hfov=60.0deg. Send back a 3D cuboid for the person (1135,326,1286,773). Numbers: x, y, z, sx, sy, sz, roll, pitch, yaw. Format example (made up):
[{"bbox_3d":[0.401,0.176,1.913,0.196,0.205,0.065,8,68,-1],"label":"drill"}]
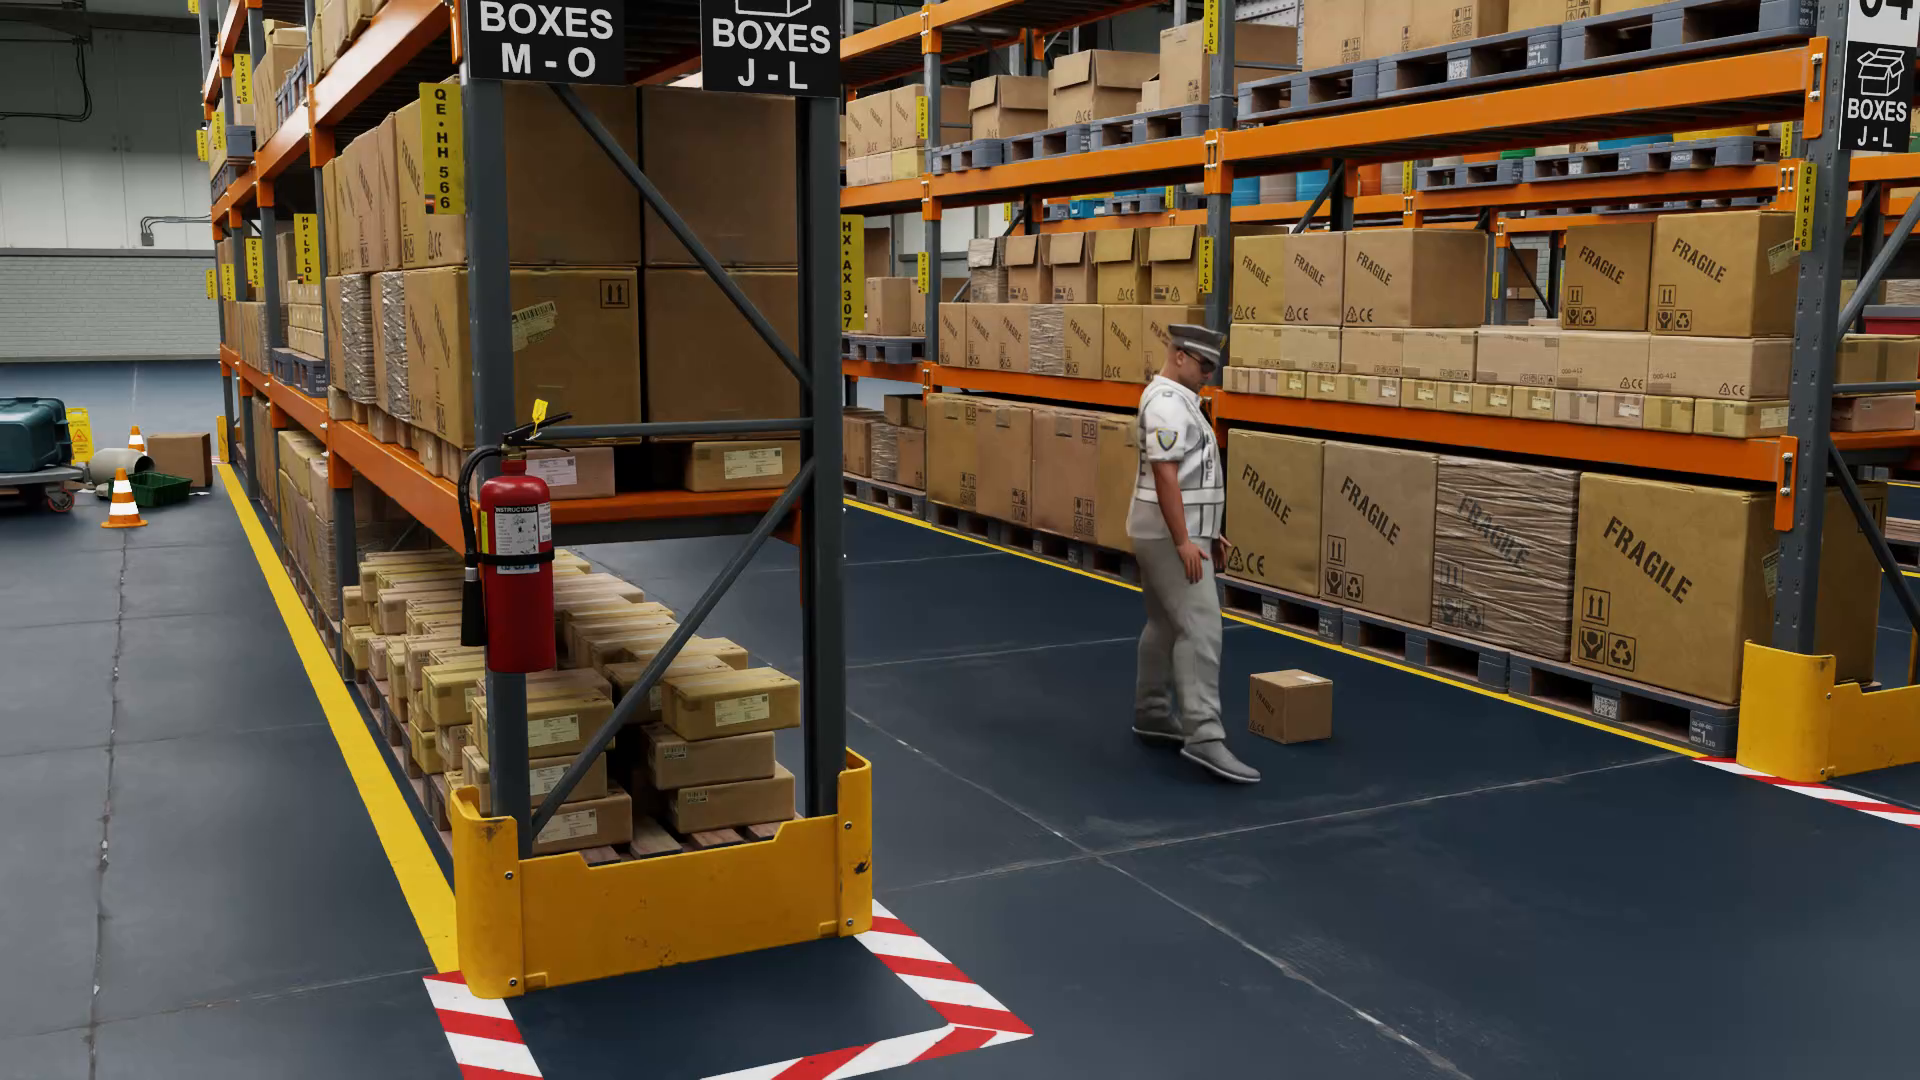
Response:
[{"bbox_3d":[1.005,0.017,6.703,0.526,1.744,0.709,0,8,-3],"label":"person"}]
